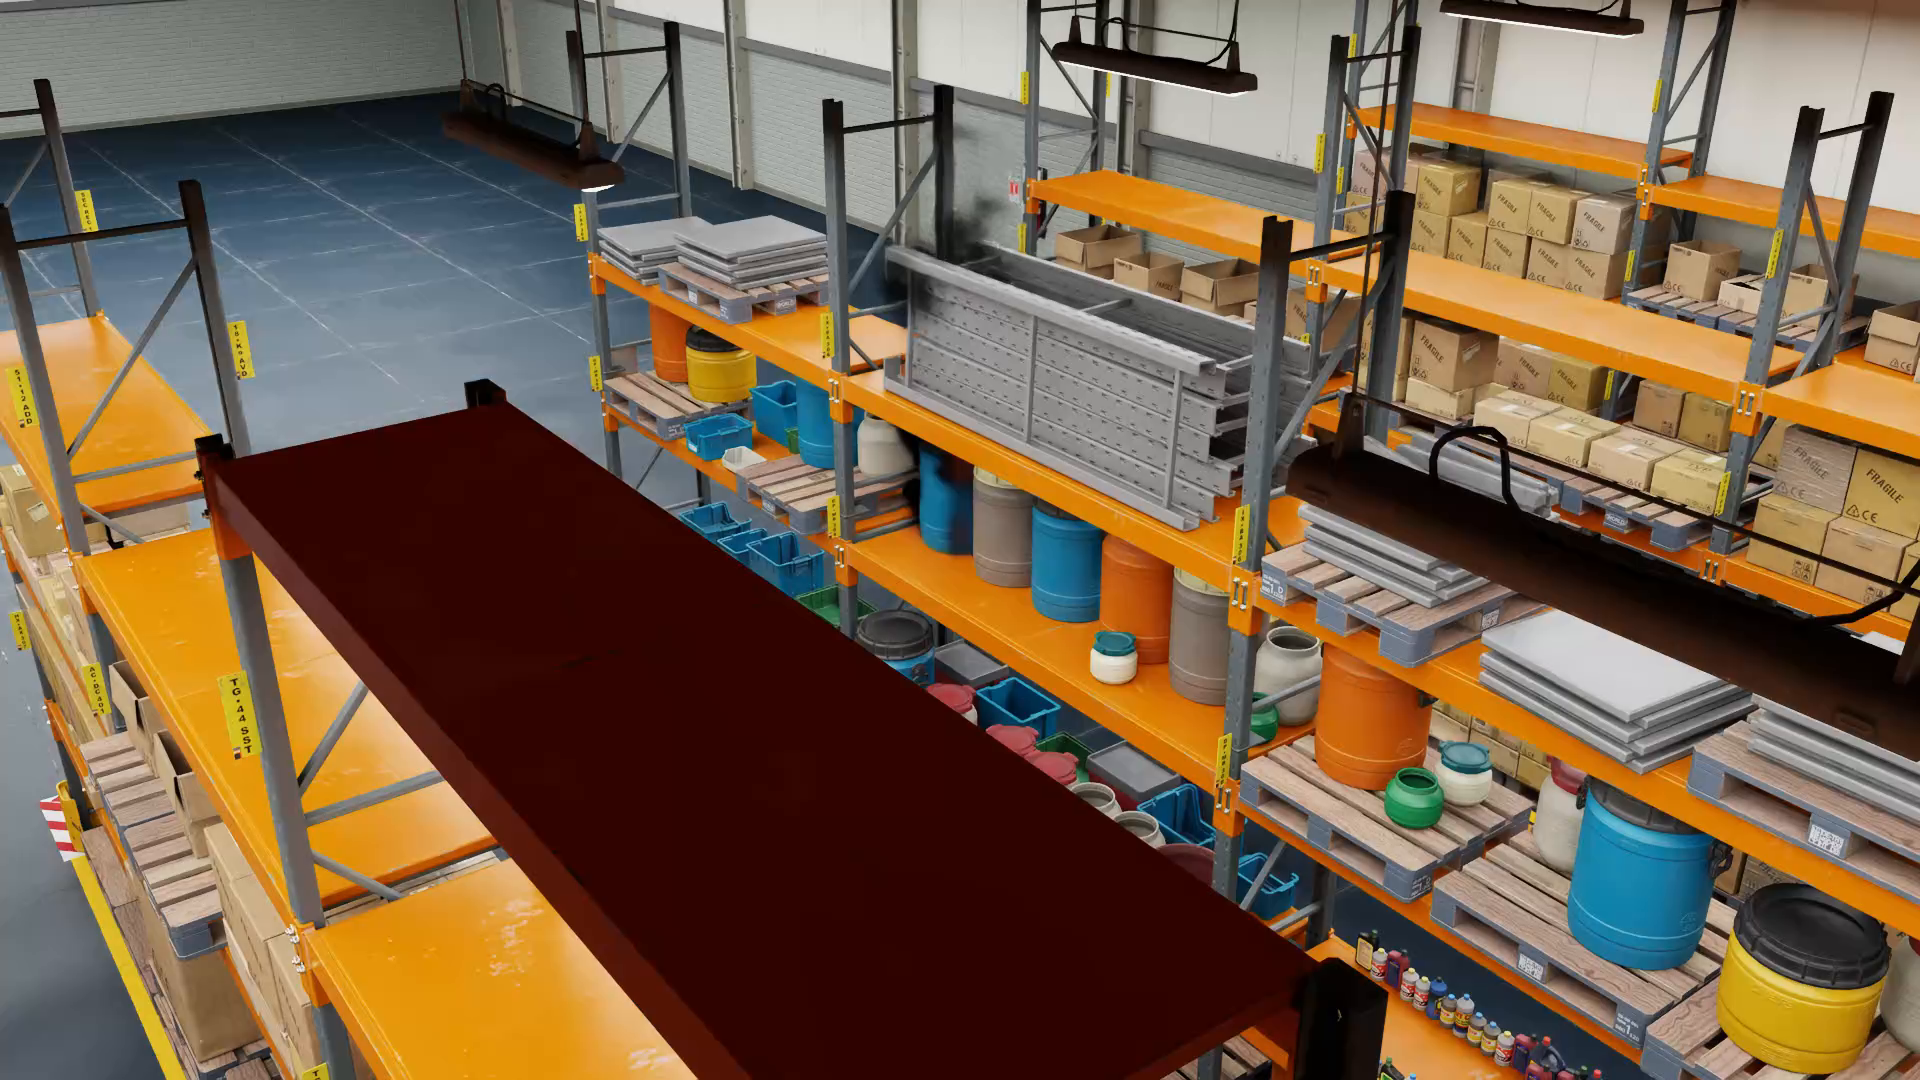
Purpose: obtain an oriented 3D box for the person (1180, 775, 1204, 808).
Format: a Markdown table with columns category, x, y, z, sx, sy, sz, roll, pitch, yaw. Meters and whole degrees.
| category | x | y | z | sx | sy | sz | roll | pitch | yaw |
| --- | --- | --- | --- | --- | --- | --- | --- | --- | --- |
| person | 1.764 | 1.497 | 13.821 | 0.661 | 1.676 | 0.586 | 22 | 33 | 39 |
